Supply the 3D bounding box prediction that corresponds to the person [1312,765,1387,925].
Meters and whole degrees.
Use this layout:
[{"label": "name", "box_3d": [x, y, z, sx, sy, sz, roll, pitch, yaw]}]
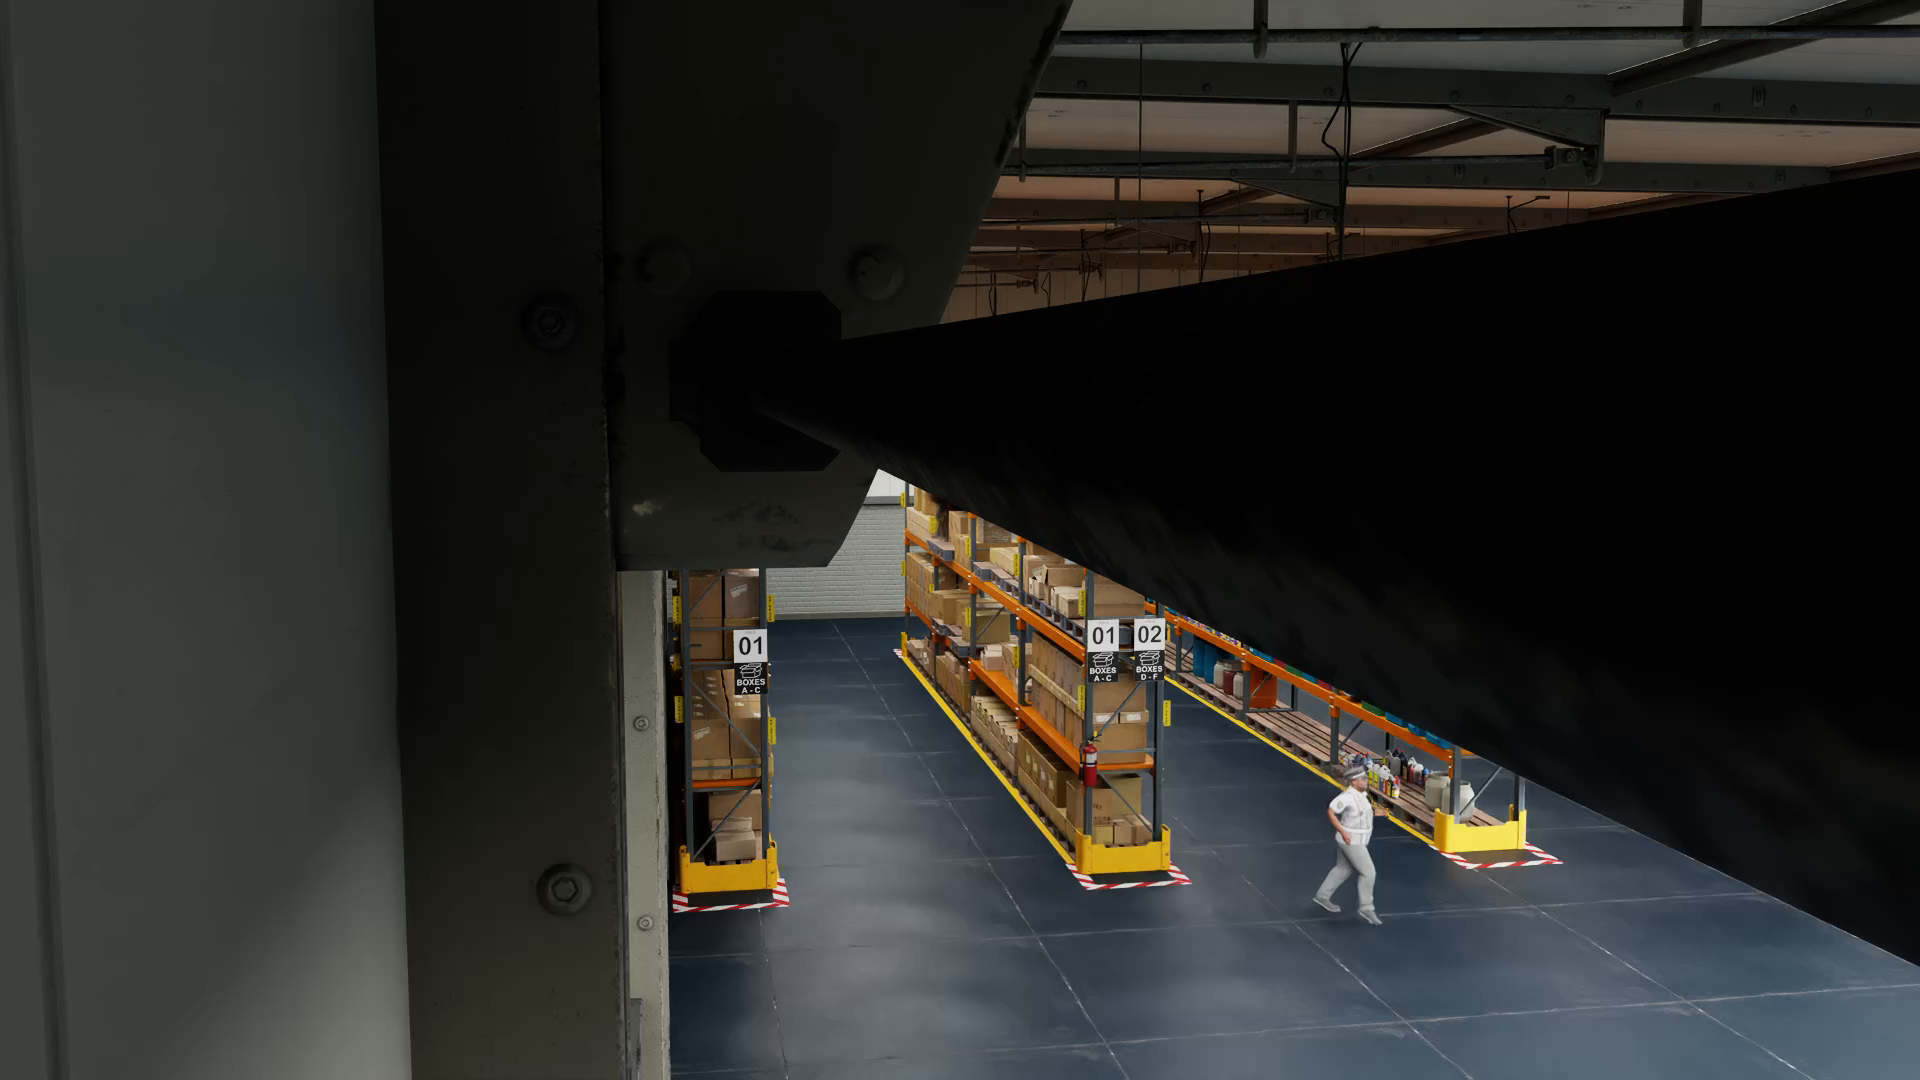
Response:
[{"label": "person", "box_3d": [4.492, 3.481, 19.120, 0.798, 1.852, 0.630, 2, 6, 17]}]
